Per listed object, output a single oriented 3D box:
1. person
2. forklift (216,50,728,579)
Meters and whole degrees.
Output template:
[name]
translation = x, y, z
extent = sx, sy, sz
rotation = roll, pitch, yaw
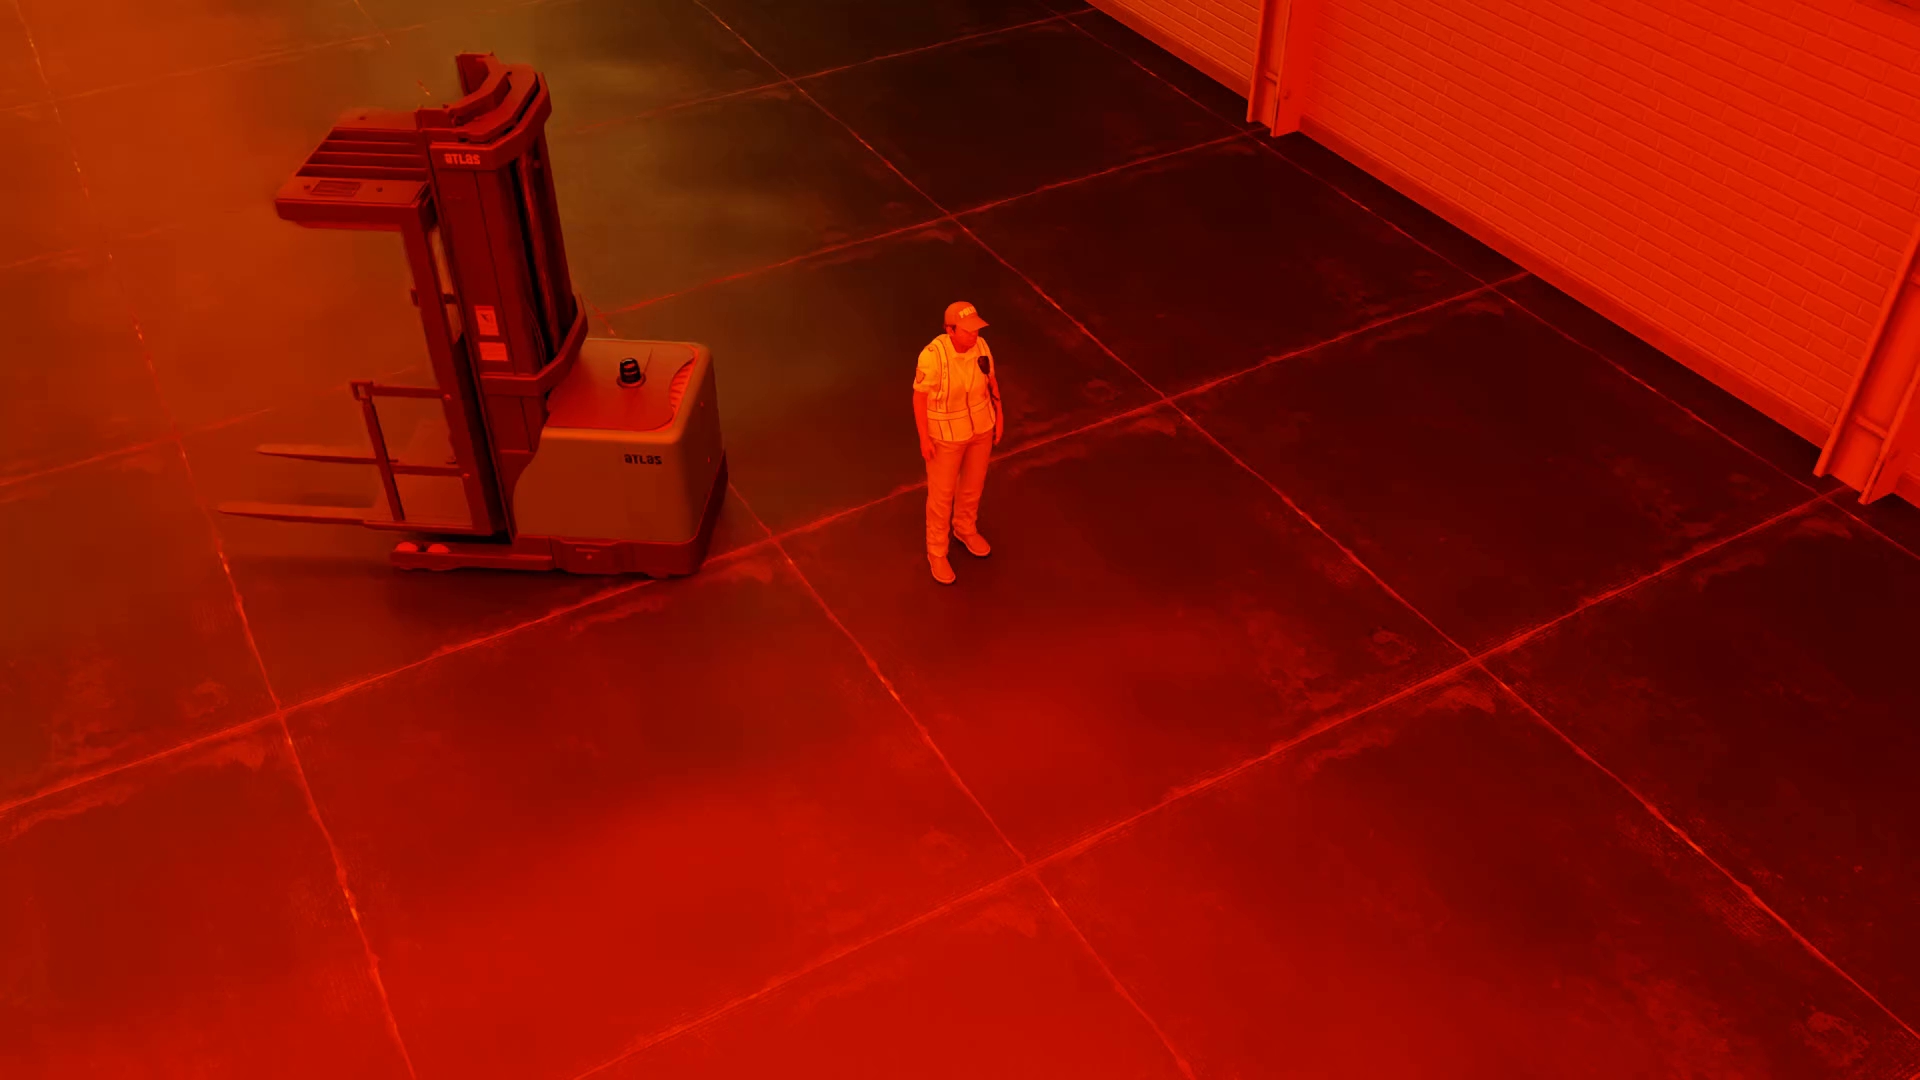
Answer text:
[person]
translation = 0.019, -0.597, 9.736
extent = 0.598, 1.670, 0.529
rotation = -20, 44, -23
[forklift]
translation = -3.035, -1.272, 9.569
extent = 3.031, 2.935, 1.130
rotation = 3, 40, 4
